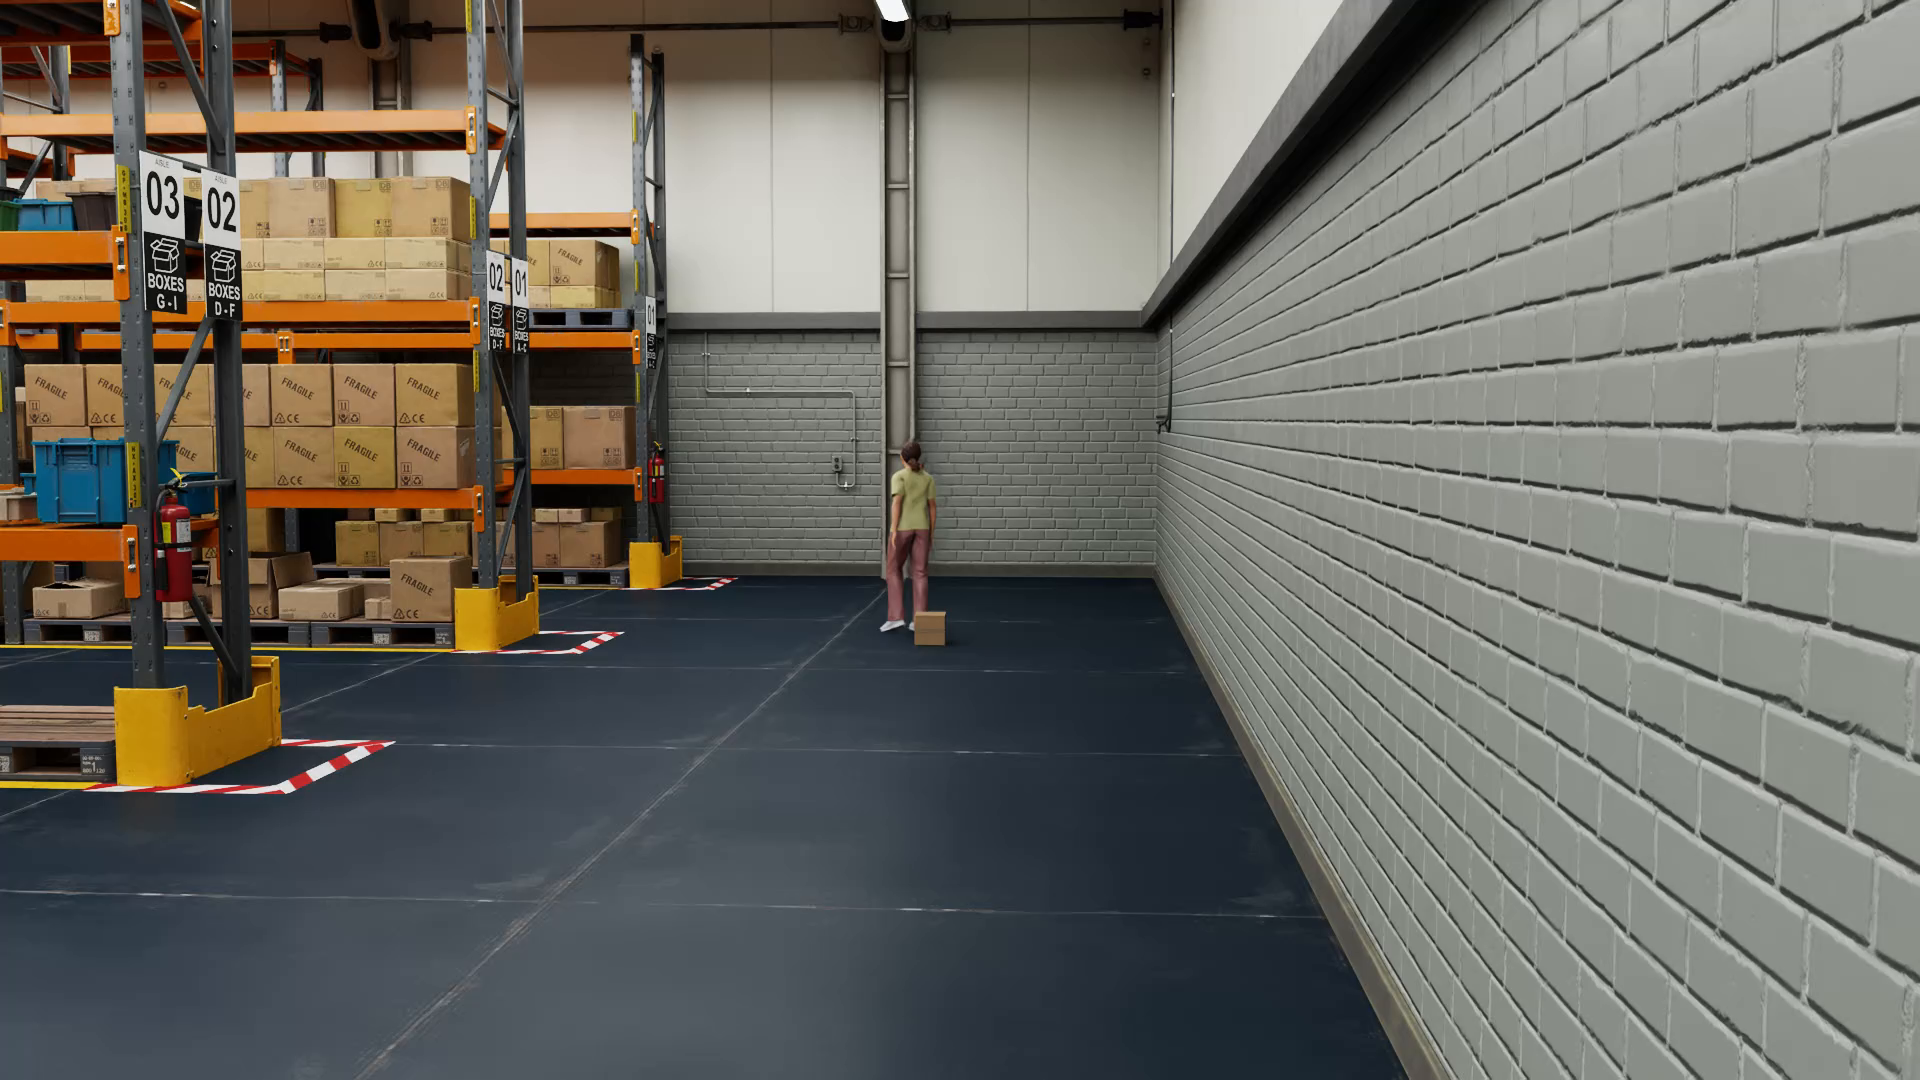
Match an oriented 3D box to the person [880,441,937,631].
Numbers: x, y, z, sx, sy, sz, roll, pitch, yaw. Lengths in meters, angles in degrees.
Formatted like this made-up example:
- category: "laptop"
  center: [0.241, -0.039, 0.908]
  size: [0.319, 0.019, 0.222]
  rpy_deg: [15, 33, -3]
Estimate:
- category: "person"
  center: [-0.409, -0.010, 14.457]
  size: [0.470, 1.699, 0.644]
  rpy_deg: [-2, 4, -21]
